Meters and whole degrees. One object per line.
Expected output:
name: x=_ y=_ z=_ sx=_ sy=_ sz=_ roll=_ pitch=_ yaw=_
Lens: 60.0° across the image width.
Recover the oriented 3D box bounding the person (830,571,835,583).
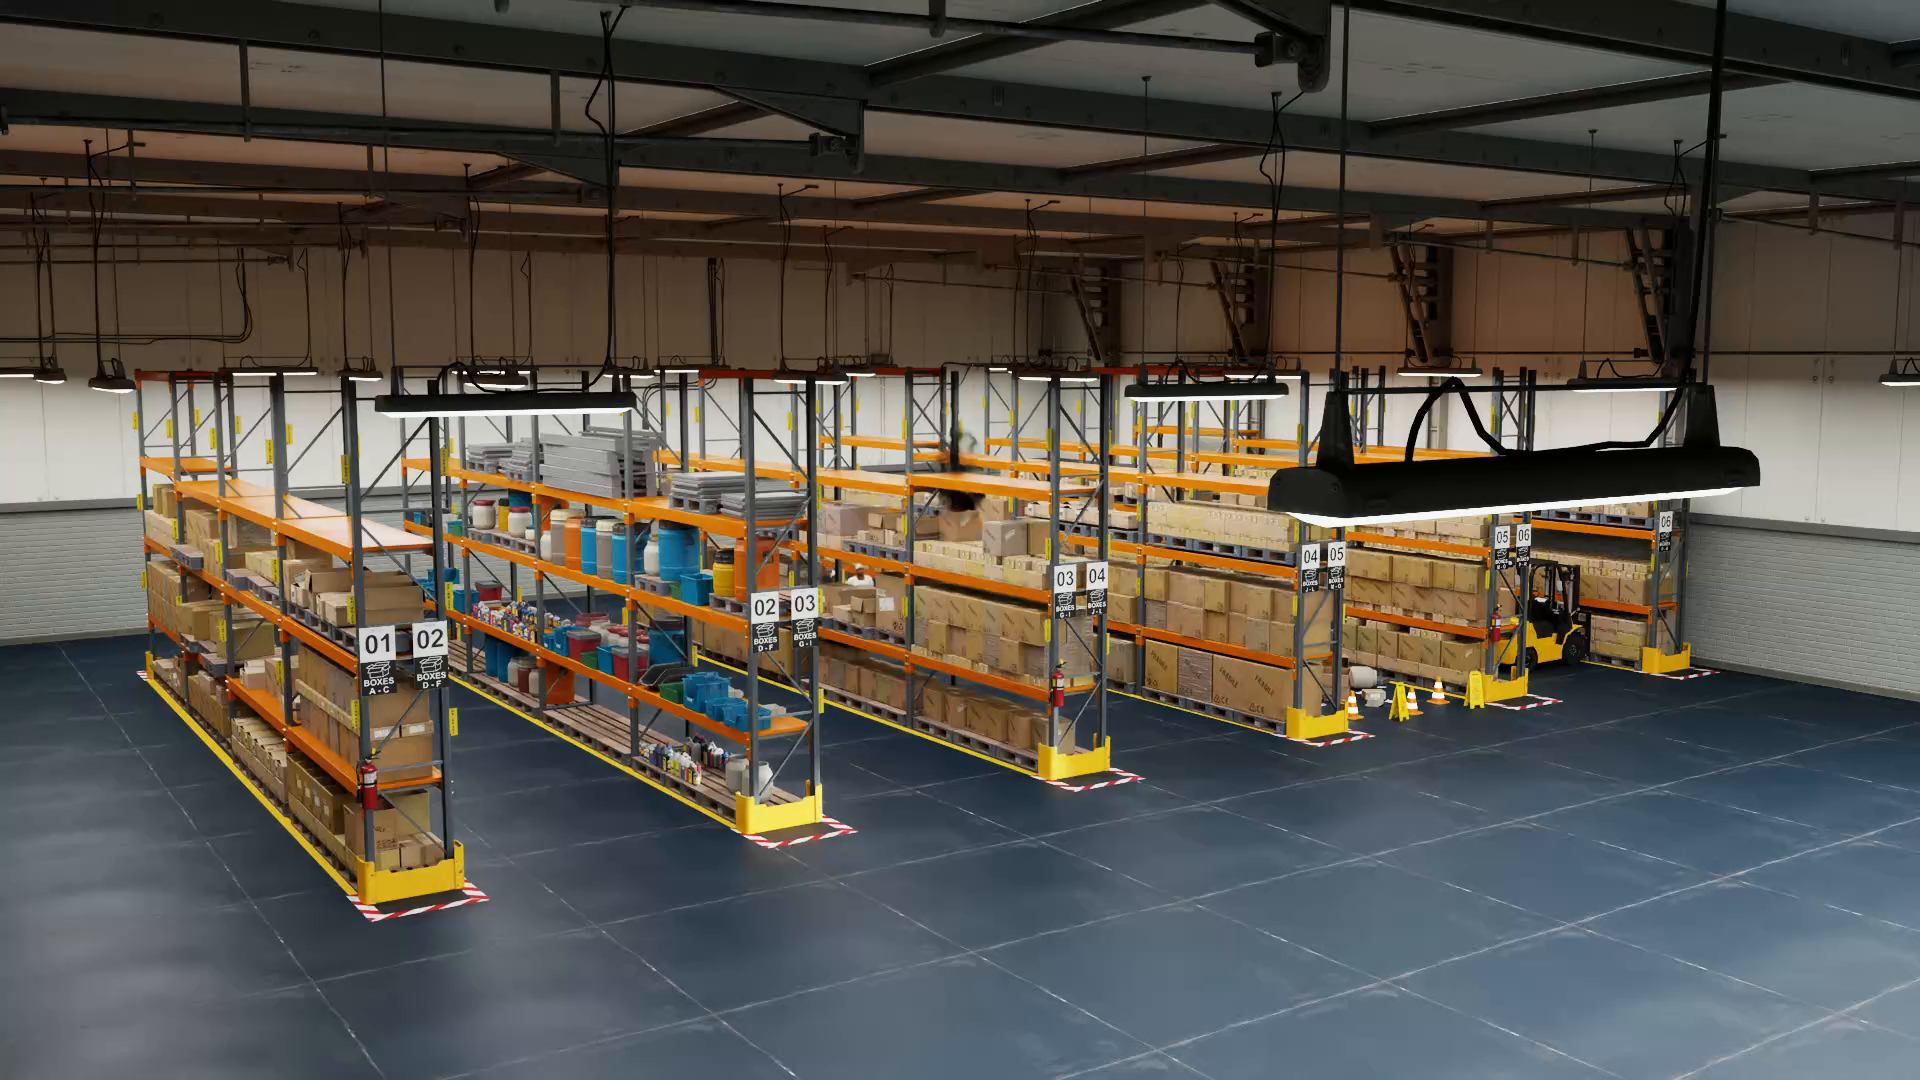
person: x=-2.576 y=1.537 z=34.535 sx=0.672 sy=1.819 sz=0.893 roll=-5 pitch=8 yaw=-37

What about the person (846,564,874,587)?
person: x=-2.175 y=1.372 z=36.414 sx=0.693 sy=1.743 sz=0.669 roll=-3 pitch=7 yaw=-25

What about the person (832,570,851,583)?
person: x=-2.972 y=0.692 z=42.073 sx=1.023 sy=1.754 sz=0.713 roll=-5 pitch=8 yaw=-40
